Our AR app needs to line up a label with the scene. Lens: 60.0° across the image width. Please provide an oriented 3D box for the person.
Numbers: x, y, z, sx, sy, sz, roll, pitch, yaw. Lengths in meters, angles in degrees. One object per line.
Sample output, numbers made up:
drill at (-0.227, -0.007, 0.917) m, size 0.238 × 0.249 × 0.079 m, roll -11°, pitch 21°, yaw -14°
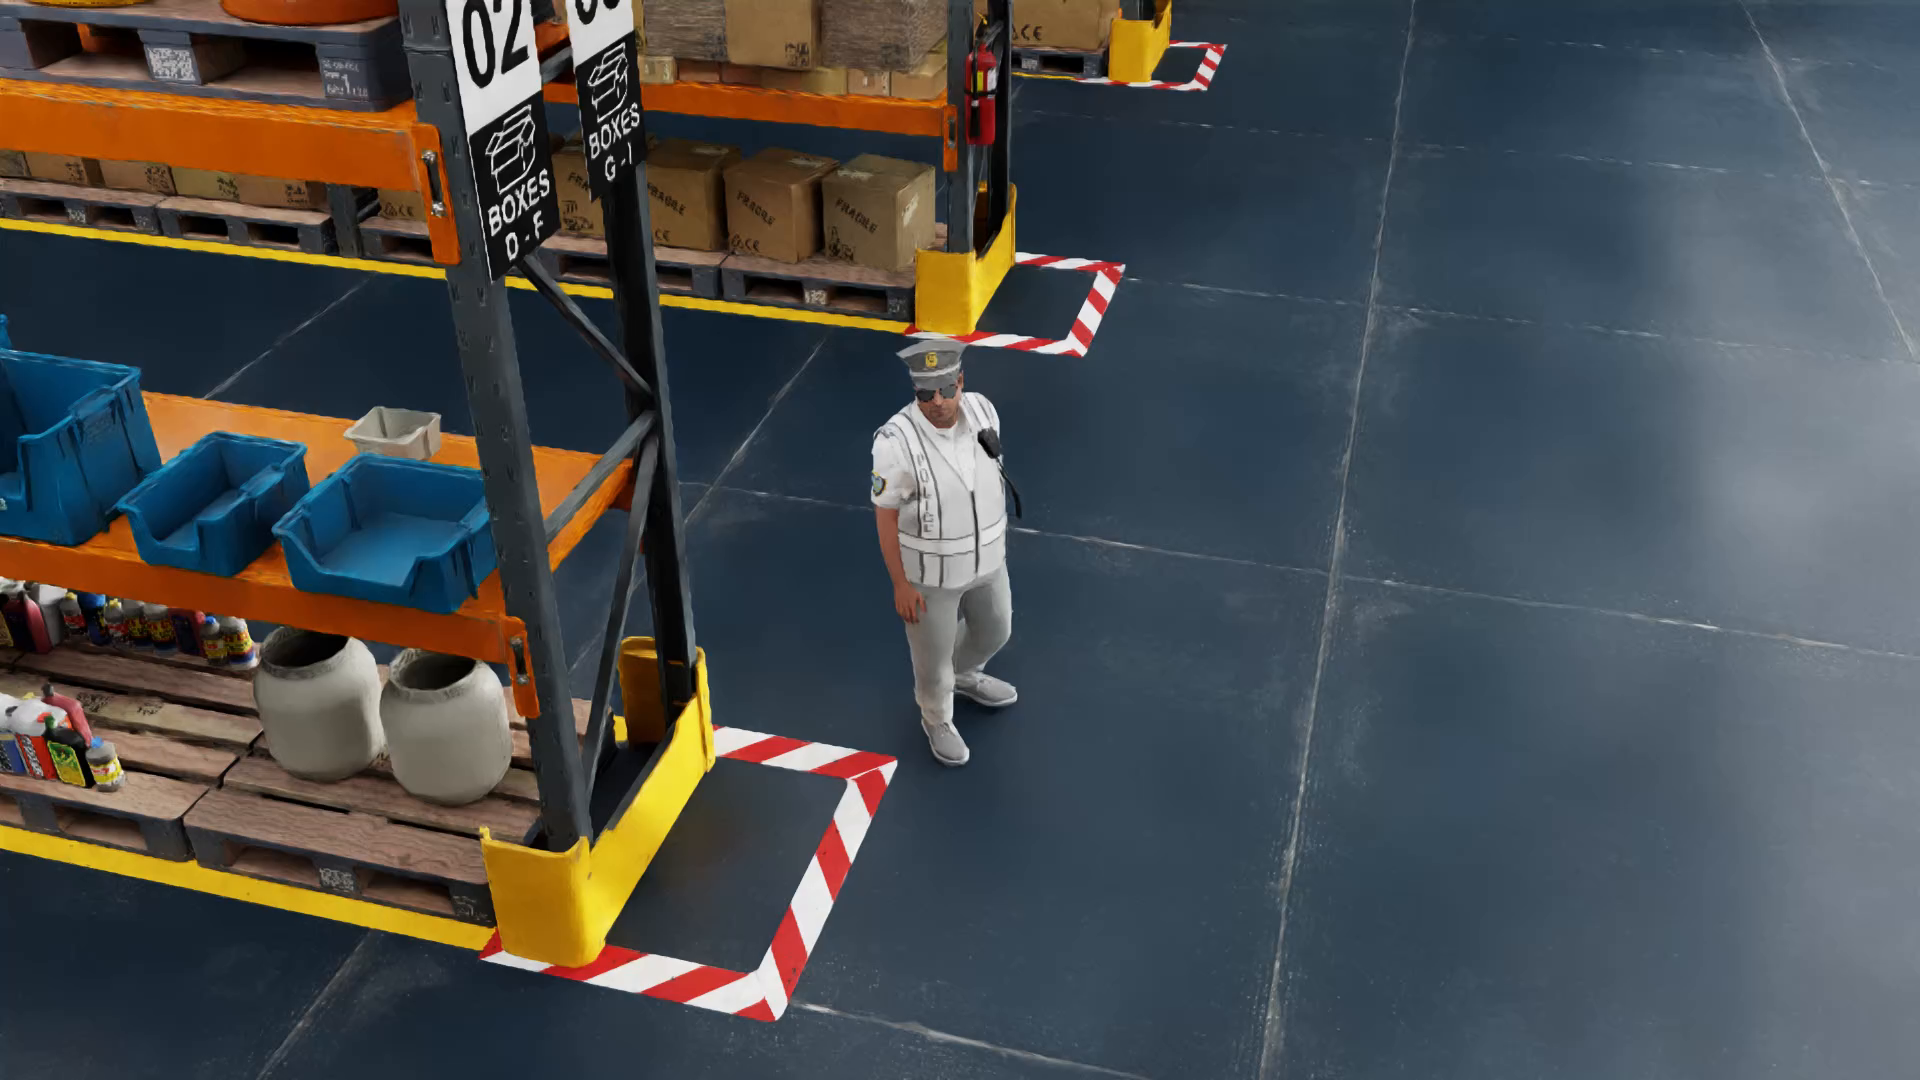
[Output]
person at (-0.028, 0.023, 6.077) m, size 0.656 × 1.755 × 0.501 m, roll -21°, pitch 38°, yaw -29°
